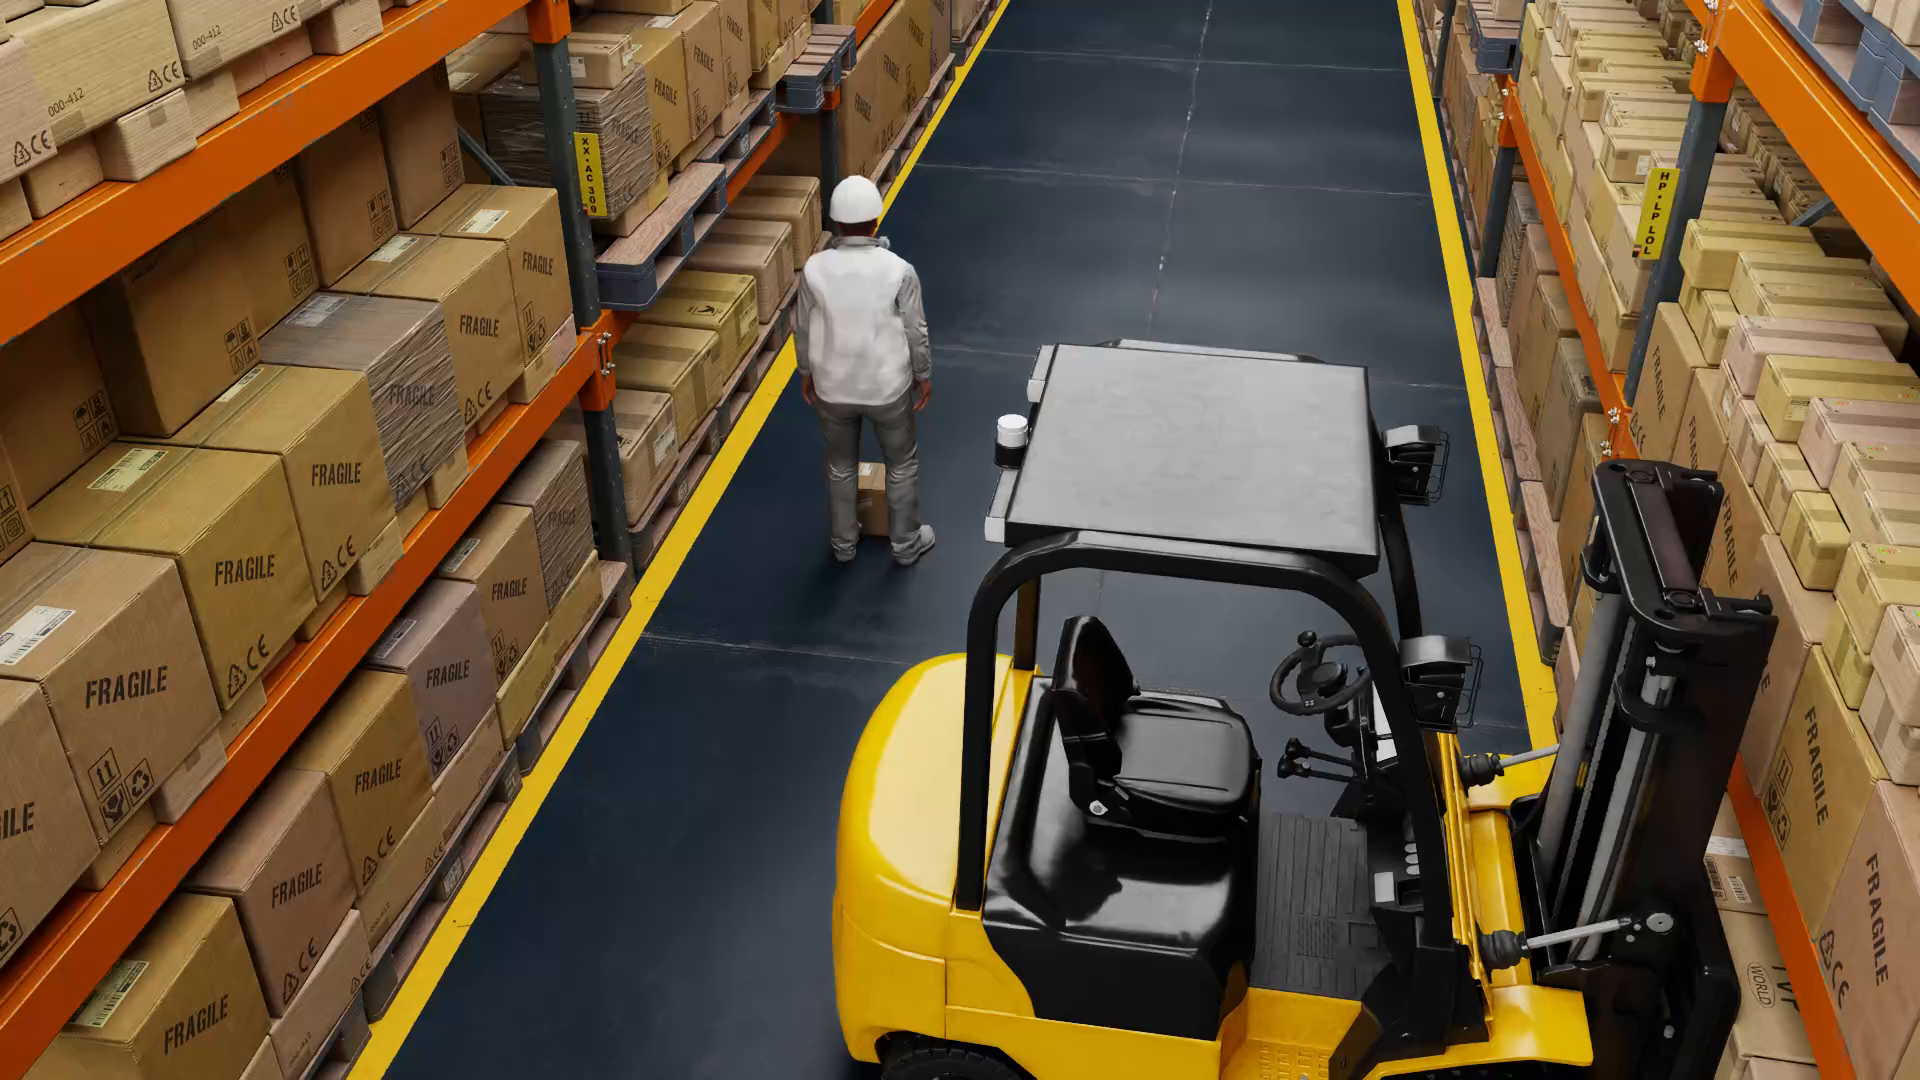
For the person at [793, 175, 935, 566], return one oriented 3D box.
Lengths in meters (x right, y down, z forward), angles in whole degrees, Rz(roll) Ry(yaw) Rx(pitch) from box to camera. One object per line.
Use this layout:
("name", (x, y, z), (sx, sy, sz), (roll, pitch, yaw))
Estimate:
("person", (-0.416, -0.701, 7.226), (0.588, 1.771, 0.464), (4, 32, 6))
